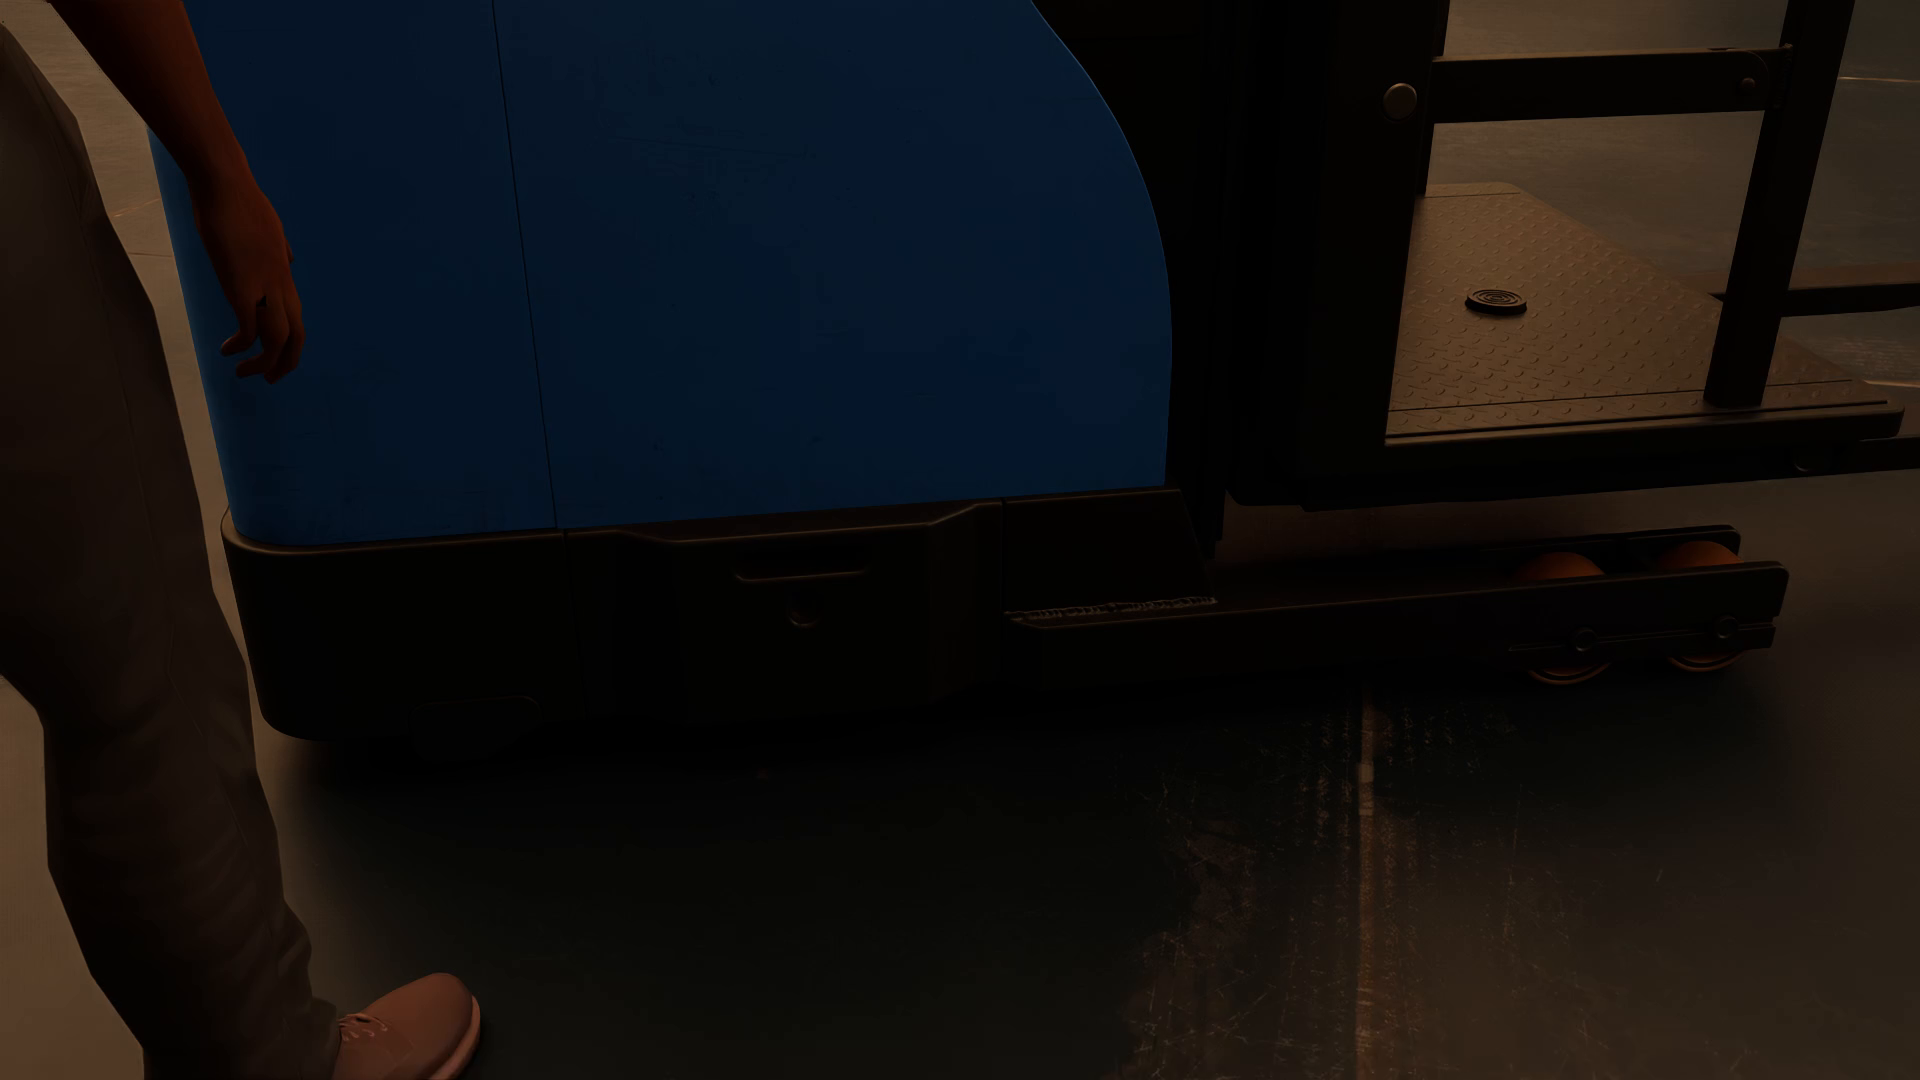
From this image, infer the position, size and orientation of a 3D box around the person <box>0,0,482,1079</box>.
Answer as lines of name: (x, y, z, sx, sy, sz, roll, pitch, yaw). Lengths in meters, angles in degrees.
person: (-0.749, -0.203, 1.074, 0.615, 1.660, 0.405, 1, 27, 2)

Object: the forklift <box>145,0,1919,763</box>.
forklift: (0.600, -1.354, 1.930, 3.031, 2.935, 1.130, -4, 27, -9)
